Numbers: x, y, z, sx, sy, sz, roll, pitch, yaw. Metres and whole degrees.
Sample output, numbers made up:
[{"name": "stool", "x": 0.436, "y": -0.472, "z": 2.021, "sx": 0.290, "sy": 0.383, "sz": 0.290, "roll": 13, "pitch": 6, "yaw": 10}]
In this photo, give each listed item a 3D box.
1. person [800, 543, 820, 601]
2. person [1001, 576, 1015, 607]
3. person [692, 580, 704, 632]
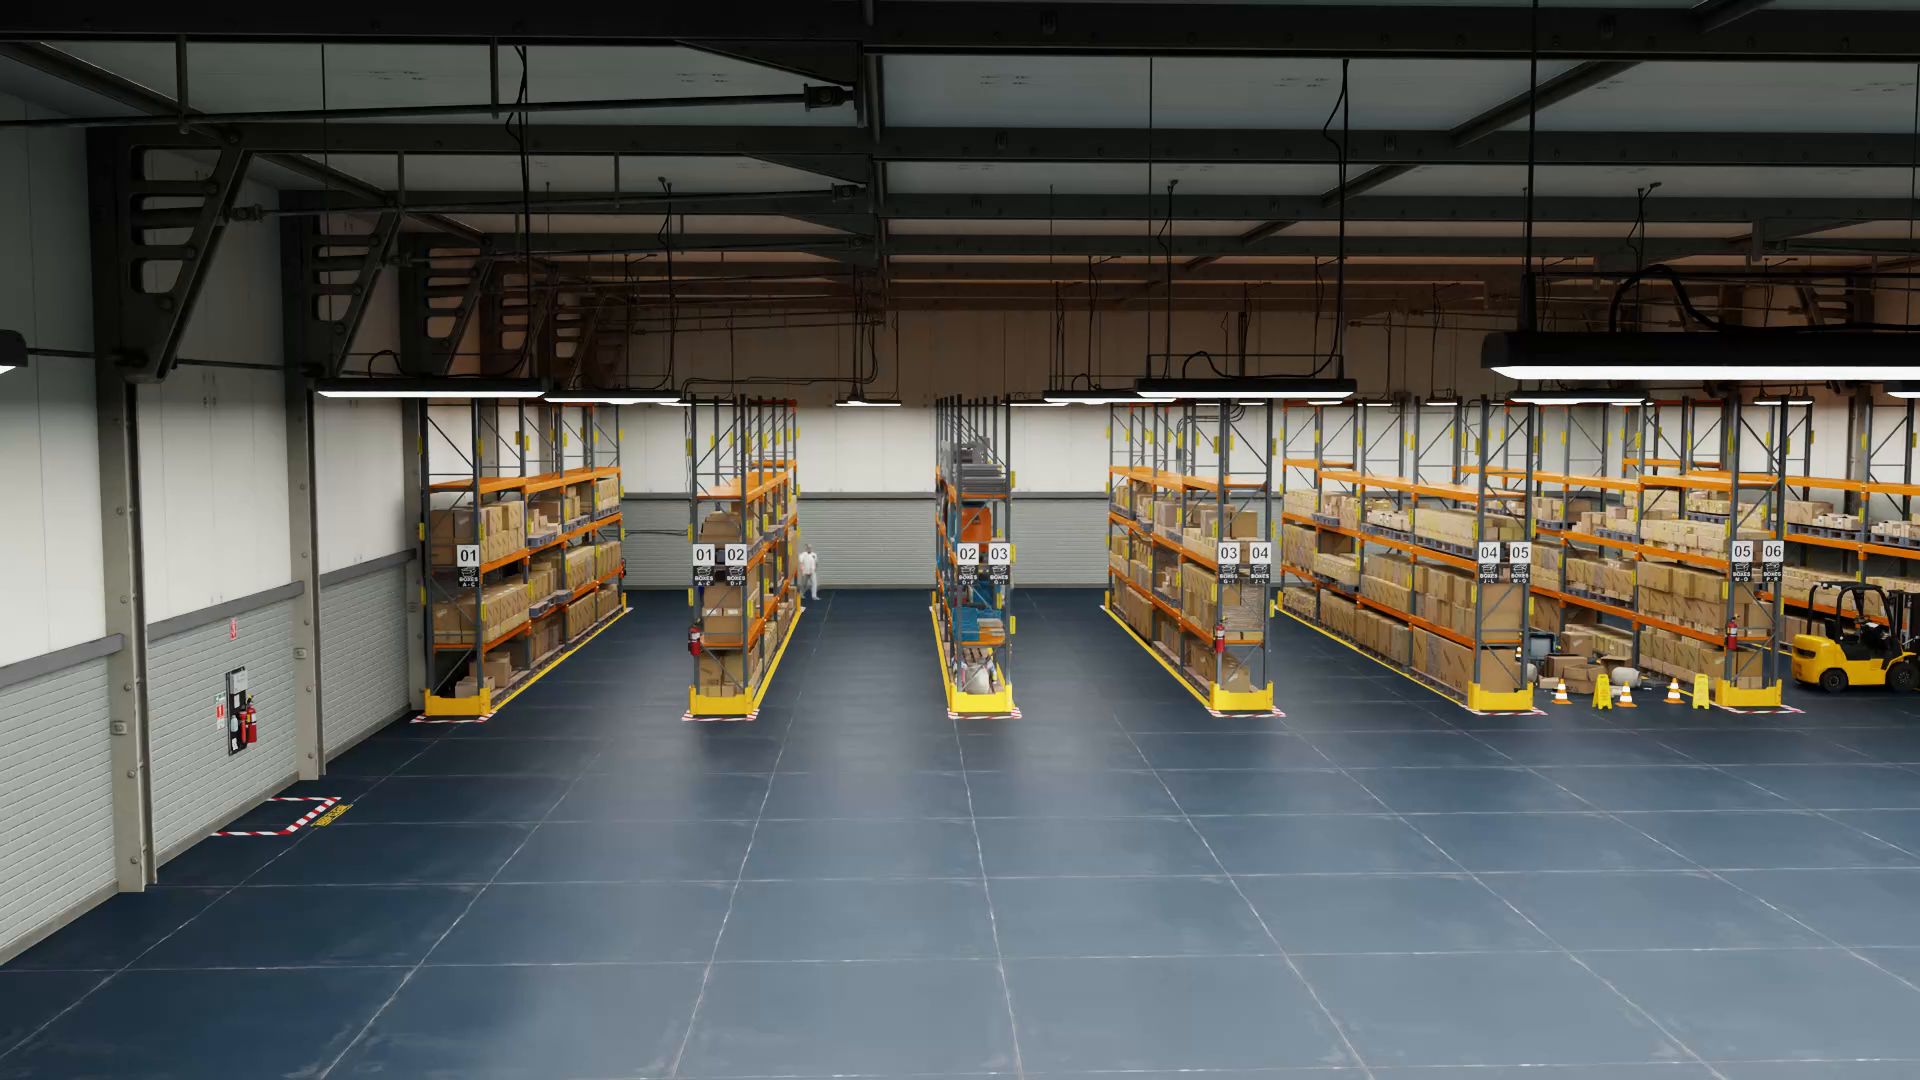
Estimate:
[{"name": "person", "x": -4.495, "y": 0.957, "z": 49.640, "sx": 0.580, "sy": 1.729, "sz": 1.003, "roll": -2, "pitch": 5, "yaw": -25}, {"name": "person", "x": 1.284, "y": 1.043, "z": 47.994, "sx": 0.482, "sy": 1.775, "sz": 0.590, "roll": 3, "pitch": 5, "yaw": 34}, {"name": "person", "x": -6.661, "y": 1.598, "z": 42.680, "sx": 0.493, "sy": 1.564, "sz": 0.477, "roll": 1, "pitch": 5, "yaw": 8}]
